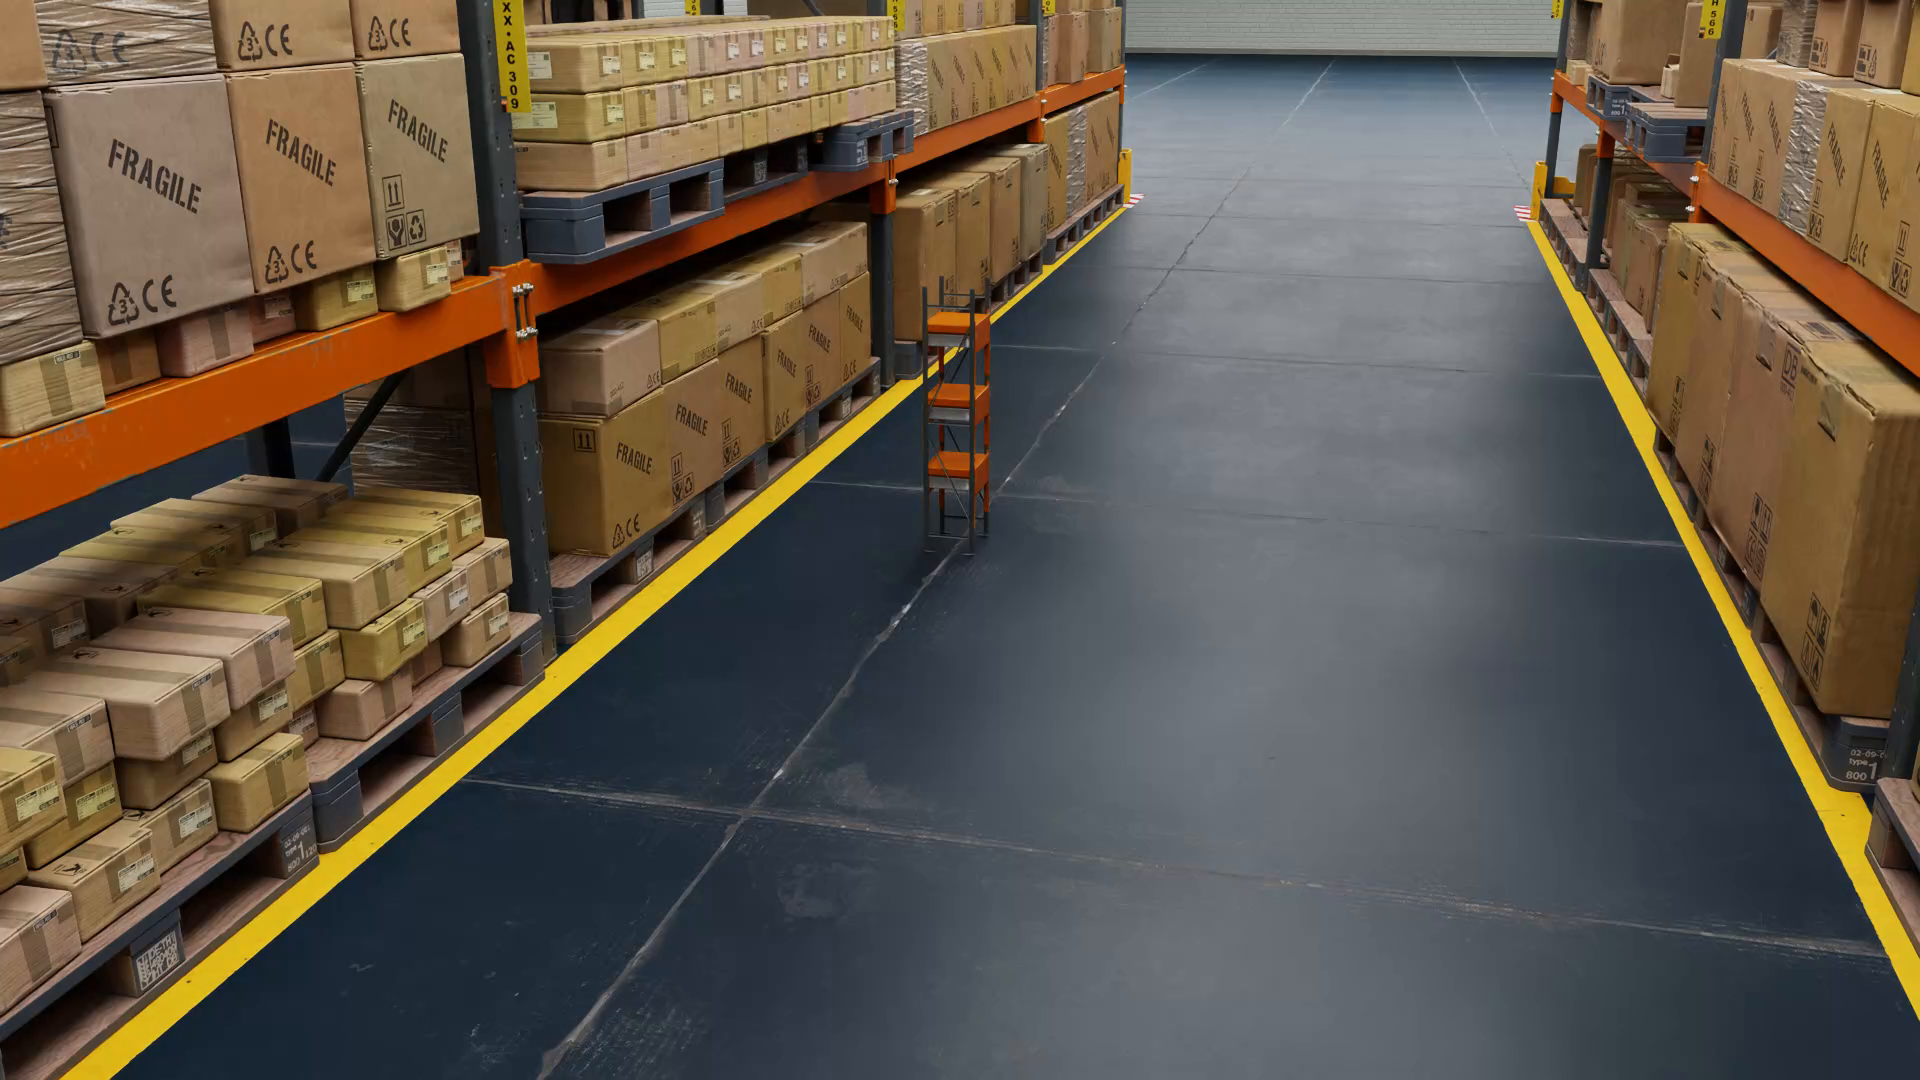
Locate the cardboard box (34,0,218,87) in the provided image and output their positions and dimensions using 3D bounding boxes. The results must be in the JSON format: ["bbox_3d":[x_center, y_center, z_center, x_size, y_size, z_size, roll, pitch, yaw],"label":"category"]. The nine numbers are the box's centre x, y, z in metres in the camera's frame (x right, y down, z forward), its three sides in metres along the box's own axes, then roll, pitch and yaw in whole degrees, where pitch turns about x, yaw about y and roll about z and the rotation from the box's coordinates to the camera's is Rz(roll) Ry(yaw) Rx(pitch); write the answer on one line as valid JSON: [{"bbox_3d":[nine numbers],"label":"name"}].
[{"bbox_3d":[-1.949,-1.215,3.443,0.500,0.500,0.500,5,20,15],"label":"cardboard box"}]

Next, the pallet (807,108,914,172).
[{"bbox_3d":[-0.930,-1.976,8.128,1.213,0.211,1.003,5,19,13],"label":"pallet"}]

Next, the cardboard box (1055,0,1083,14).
[{"bbox_3d":[0.529,-4.587,13.573,0.875,0.550,0.550,5,19,13],"label":"cardboard box"}]

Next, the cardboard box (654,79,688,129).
[{"bbox_3d":[-1.170,-1.514,5.760,0.380,0.149,0.250,5,20,15],"label":"cardboard box"}]

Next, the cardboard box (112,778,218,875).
[{"bbox_3d":[-1.983,0.657,3.885,0.380,0.149,0.250,5,19,14],"label":"cardboard box"}]

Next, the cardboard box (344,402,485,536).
[{"bbox_3d":[-1.900,-0.312,6.178,0.500,0.500,0.500,4,19,12],"label":"cardboard box"}]

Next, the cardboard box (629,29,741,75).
[{"bbox_3d":[-1.041,-1.819,6.192,0.380,0.149,0.250,4,19,13],"label":"cardboard box"}]

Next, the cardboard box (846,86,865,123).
[{"bbox_3d":[-0.659,-2.029,7.725,0.380,0.149,0.250,5,19,14],"label":"cardboard box"}]

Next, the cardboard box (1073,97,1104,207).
[{"bbox_3d":[0.781,-3.505,14.946,0.875,0.875,0.875,4,19,13],"label":"cardboard box"}]

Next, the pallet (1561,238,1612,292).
[{"bbox_3d":[5.033,-2.022,12.281,1.003,0.211,1.213,5,19,13],"label":"pallet"}]

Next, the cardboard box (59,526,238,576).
[{"bbox_3d":[-2.260,0.081,4.651,0.380,0.149,0.250,4,19,13],"label":"cardboard box"}]

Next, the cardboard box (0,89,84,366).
[{"bbox_3d":[-2.079,-0.580,3.131,0.500,0.500,0.500,4,19,12],"label":"cardboard box"}]

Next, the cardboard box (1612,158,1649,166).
[{"bbox_3d":[5.428,-2.819,13.517,0.500,0.500,0.500,7,20,18],"label":"cardboard box"}]

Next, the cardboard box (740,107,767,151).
[{"bbox_3d":[-0.980,-1.621,6.532,0.380,0.149,0.250,4,19,12],"label":"cardboard box"}]

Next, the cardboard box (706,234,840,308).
[{"bbox_3d":[-0.885,-1.275,7.836,0.500,0.250,0.500,5,19,14],"label":"cardboard box"}]

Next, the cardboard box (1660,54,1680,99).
[{"bbox_3d":[4.072,-2.554,9.082,0.396,0.266,0.258,4,19,12],"label":"cardboard box"}]

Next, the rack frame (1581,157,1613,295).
[{"bbox_3d":[4.903,-3.128,11.206,1.000,3.000,0.127,5,19,13],"label":"rack frame"}]

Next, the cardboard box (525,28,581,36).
[{"bbox_3d":[-1.670,-1.871,6.344,0.380,0.149,0.250,4,19,12],"label":"cardboard box"}]

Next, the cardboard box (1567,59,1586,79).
[{"bbox_3d":[5.424,-4.039,14.260,0.380,0.149,0.250,5,19,13],"label":"cardboard box"}]

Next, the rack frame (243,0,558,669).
[{"bbox_3d":[-1.836,-1.044,5.105,1.000,3.000,0.127,5,19,13],"label":"rack frame"}]

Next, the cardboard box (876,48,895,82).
[{"bbox_3d":[-0.538,-2.328,8.141,0.380,0.149,0.250,5,20,15],"label":"cardboard box"}]

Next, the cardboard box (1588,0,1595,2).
[{"bbox_3d":[4.990,-4.266,12.375,0.500,0.500,0.500,5,19,13],"label":"cardboard box"}]

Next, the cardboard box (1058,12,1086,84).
[{"bbox_3d":[0.555,-4.074,13.741,0.875,0.550,0.550,5,19,13],"label":"cardboard box"}]

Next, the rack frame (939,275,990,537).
[{"bbox_3d":[0.017,-0.518,6.581,0.200,1.050,0.008,5,19,13],"label":"rack frame"}]

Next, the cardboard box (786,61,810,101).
[{"bbox_3d":[-0.851,-1.923,6.957,0.380,0.149,0.250,5,20,15],"label":"cardboard box"}]

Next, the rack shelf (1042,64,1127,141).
[{"bbox_3d":[0.607,-3.838,14.397,1.077,0.370,4.000,5,19,13],"label":"rack shelf"}]

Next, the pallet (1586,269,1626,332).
[{"bbox_3d":[4.714,-1.565,10.942,1.003,0.211,1.213,5,19,13],"label":"pallet"}]

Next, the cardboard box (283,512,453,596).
[{"bbox_3d":[-1.695,0.040,4.771,0.380,0.149,0.250,5,19,14],"label":"cardboard box"}]

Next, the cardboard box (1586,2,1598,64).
[{"bbox_3d":[5.550,-4.081,13.379,0.875,0.500,0.500,5,19,13],"label":"cardboard box"}]

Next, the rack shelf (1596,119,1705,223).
[{"bbox_3d":[4.415,-2.161,9.487,1.077,0.370,4.000,5,19,13],"label":"rack shelf"}]

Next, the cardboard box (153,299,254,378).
[{"bbox_3d":[-1.884,-0.483,3.849,0.380,0.149,0.250,4,19,11],"label":"cardboard box"}]

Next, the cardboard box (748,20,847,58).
[{"bbox_3d":[-0.723,-2.225,7.380,0.380,0.149,0.250,5,20,15],"label":"cardboard box"}]

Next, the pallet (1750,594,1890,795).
[{"bbox_3d":[3.064,0.451,5.041,1.003,0.211,1.213,5,19,13],"label":"pallet"}]

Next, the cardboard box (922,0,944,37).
[{"bbox_3d":[-0.494,-3.278,9.943,0.700,0.500,0.500,4,19,13],"label":"cardboard box"}]

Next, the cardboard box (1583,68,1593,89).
[{"bbox_3d":[5.051,-3.569,12.885,0.380,0.149,0.250,5,19,13],"label":"cardboard box"}]

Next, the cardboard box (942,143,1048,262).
[{"bbox_3d":[0.054,-2.484,12.151,1.050,0.750,0.750,5,19,13],"label":"cardboard box"}]

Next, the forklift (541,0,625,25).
[{"bbox_3d":[-2.376,-2.537,9.579,1.130,2.935,3.031,2,19,5],"label":"forklift"}]

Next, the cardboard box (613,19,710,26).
[{"bbox_3d":[-1.352,-2.286,7.558,0.380,0.149,0.250,4,19,11],"label":"cardboard box"}]

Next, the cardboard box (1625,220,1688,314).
[{"bbox_3d":[4.461,-1.640,10.034,0.700,0.500,0.500,3,19,9],"label":"cardboard box"}]

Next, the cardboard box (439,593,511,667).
[{"bbox_3d":[-1.602,0.256,5.059,0.380,0.149,0.250,5,19,14],"label":"cardboard box"}]

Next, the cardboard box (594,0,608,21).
[{"bbox_3d":[-3.721,-5.004,16.084,0.500,0.500,0.500,5,19,14],"label":"cardboard box"}]

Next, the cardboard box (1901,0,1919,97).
[{"bbox_3d":[3.276,-1.558,4.902,0.797,0.503,0.637,5,19,14],"label":"cardboard box"}]

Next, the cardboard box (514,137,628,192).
[{"bbox_3d":[-1.294,-1.211,5.332,0.380,0.149,0.250,4,19,11],"label":"cardboard box"}]

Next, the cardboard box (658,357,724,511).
[{"bbox_3d":[-1.271,-0.437,6.543,0.500,0.500,0.500,6,20,16],"label":"cardboard box"}]

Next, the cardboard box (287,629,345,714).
[{"bbox_3d":[-1.864,0.331,4.378,0.380,0.149,0.250,5,19,14],"label":"cardboard box"}]

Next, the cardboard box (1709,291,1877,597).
[{"bbox_3d":[3.303,-0.297,5.553,1.225,0.875,0.875,4,19,11],"label":"cardboard box"}]

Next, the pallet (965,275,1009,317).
[{"bbox_3d":[-0.293,-1.601,11.048,1.003,0.211,1.213,5,19,13],"label":"pallet"}]

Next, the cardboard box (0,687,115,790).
[{"bbox_3d":[-2.085,0.440,3.598,0.380,0.149,0.250,5,19,14],"label":"cardboard box"}]

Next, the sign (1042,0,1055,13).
[{"bbox_3d":[0.647,-4.022,12.155,0.100,0.325,0.005,5,19,13],"label":"sign"}]

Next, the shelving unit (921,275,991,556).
[{"bbox_3d":[-0.013,-0.480,6.469,0.215,1.050,0.252,5,19,13],"label":"shelving unit"}]

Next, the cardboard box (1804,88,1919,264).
[{"bbox_3d":[3.047,-1.155,5.275,0.500,0.500,0.500,4,19,13],"label":"cardboard box"}]

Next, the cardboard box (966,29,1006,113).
[{"bbox_3d":[0.003,-3.098,10.961,0.500,0.500,0.500,5,19,14],"label":"cardboard box"}]
